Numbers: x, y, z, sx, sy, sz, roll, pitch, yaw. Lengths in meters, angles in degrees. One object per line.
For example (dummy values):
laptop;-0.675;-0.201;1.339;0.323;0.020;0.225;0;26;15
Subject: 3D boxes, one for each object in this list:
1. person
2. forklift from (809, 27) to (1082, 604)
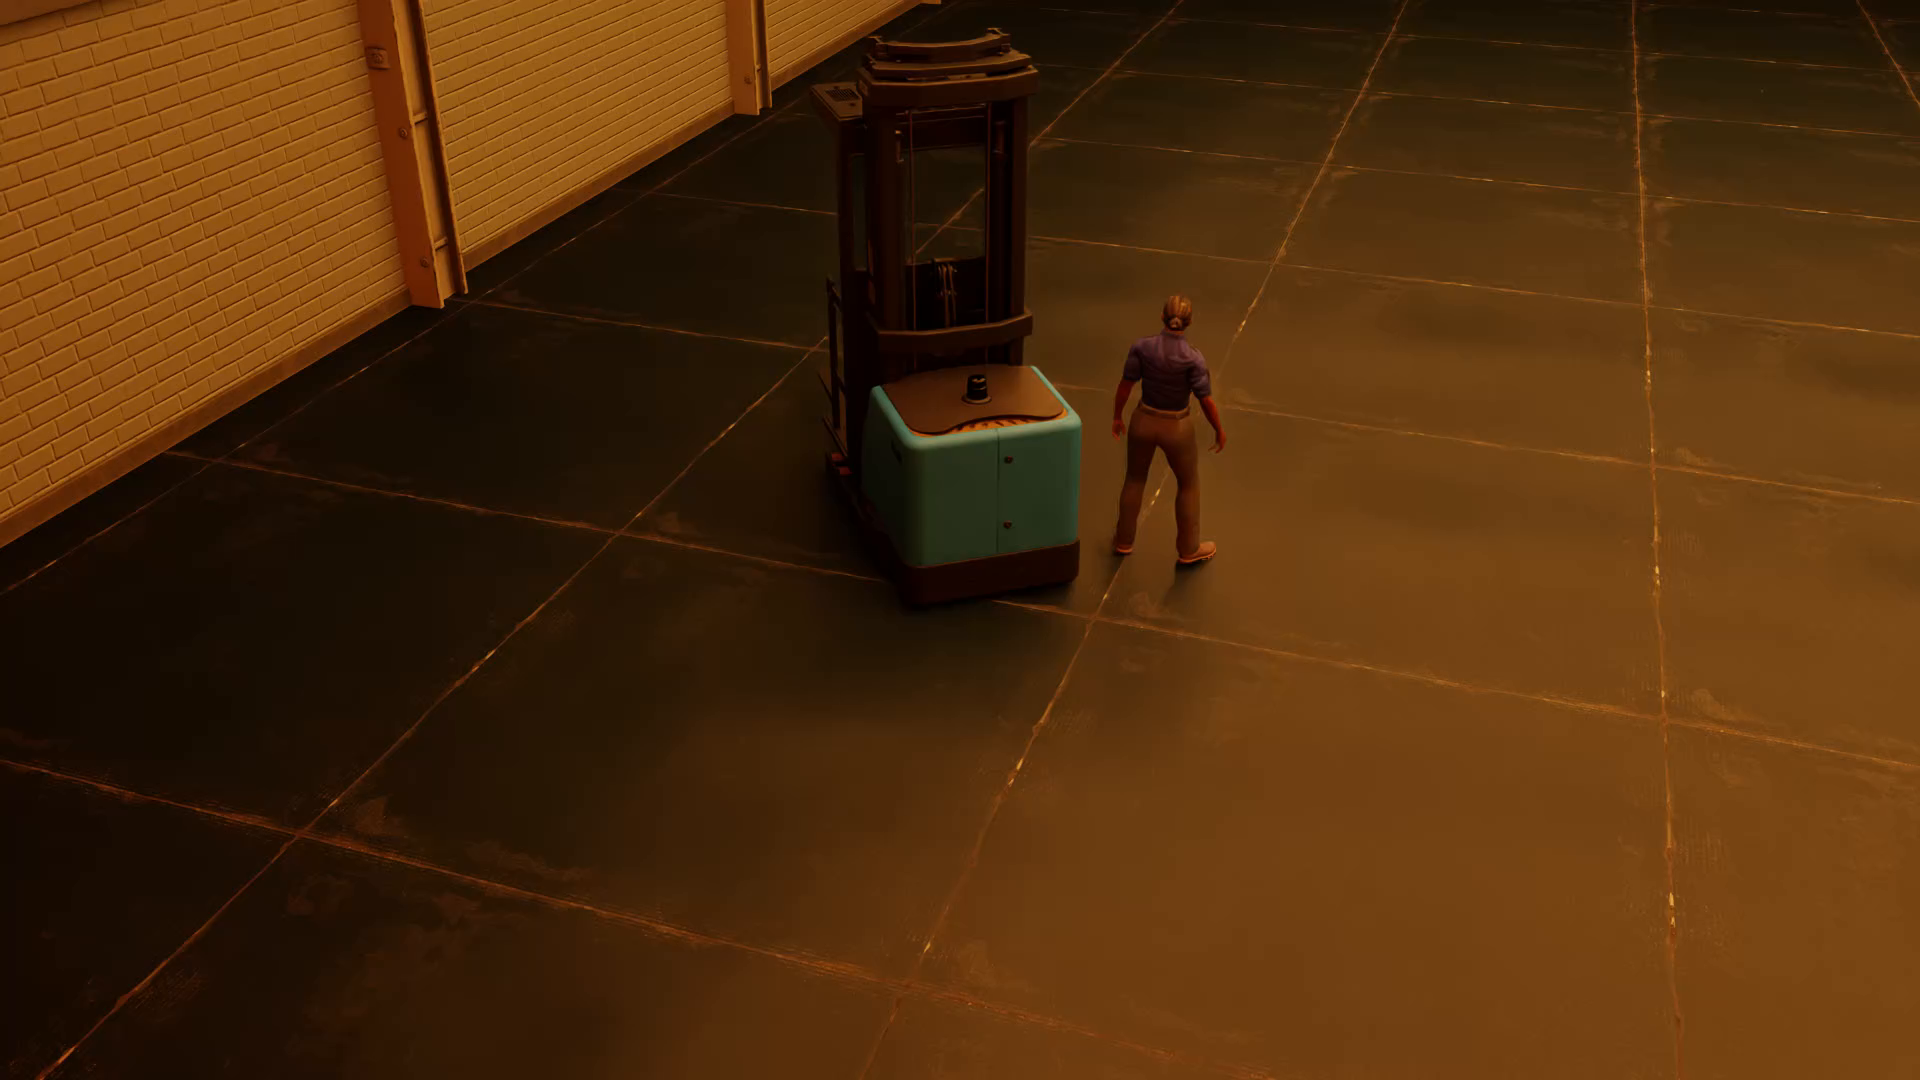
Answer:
person;1.203;-0.639;9.563;0.650;1.661;0.363;13;32;21
forklift;-0.237;-1.630;9.996;1.130;2.935;3.031;-9;31;-15
